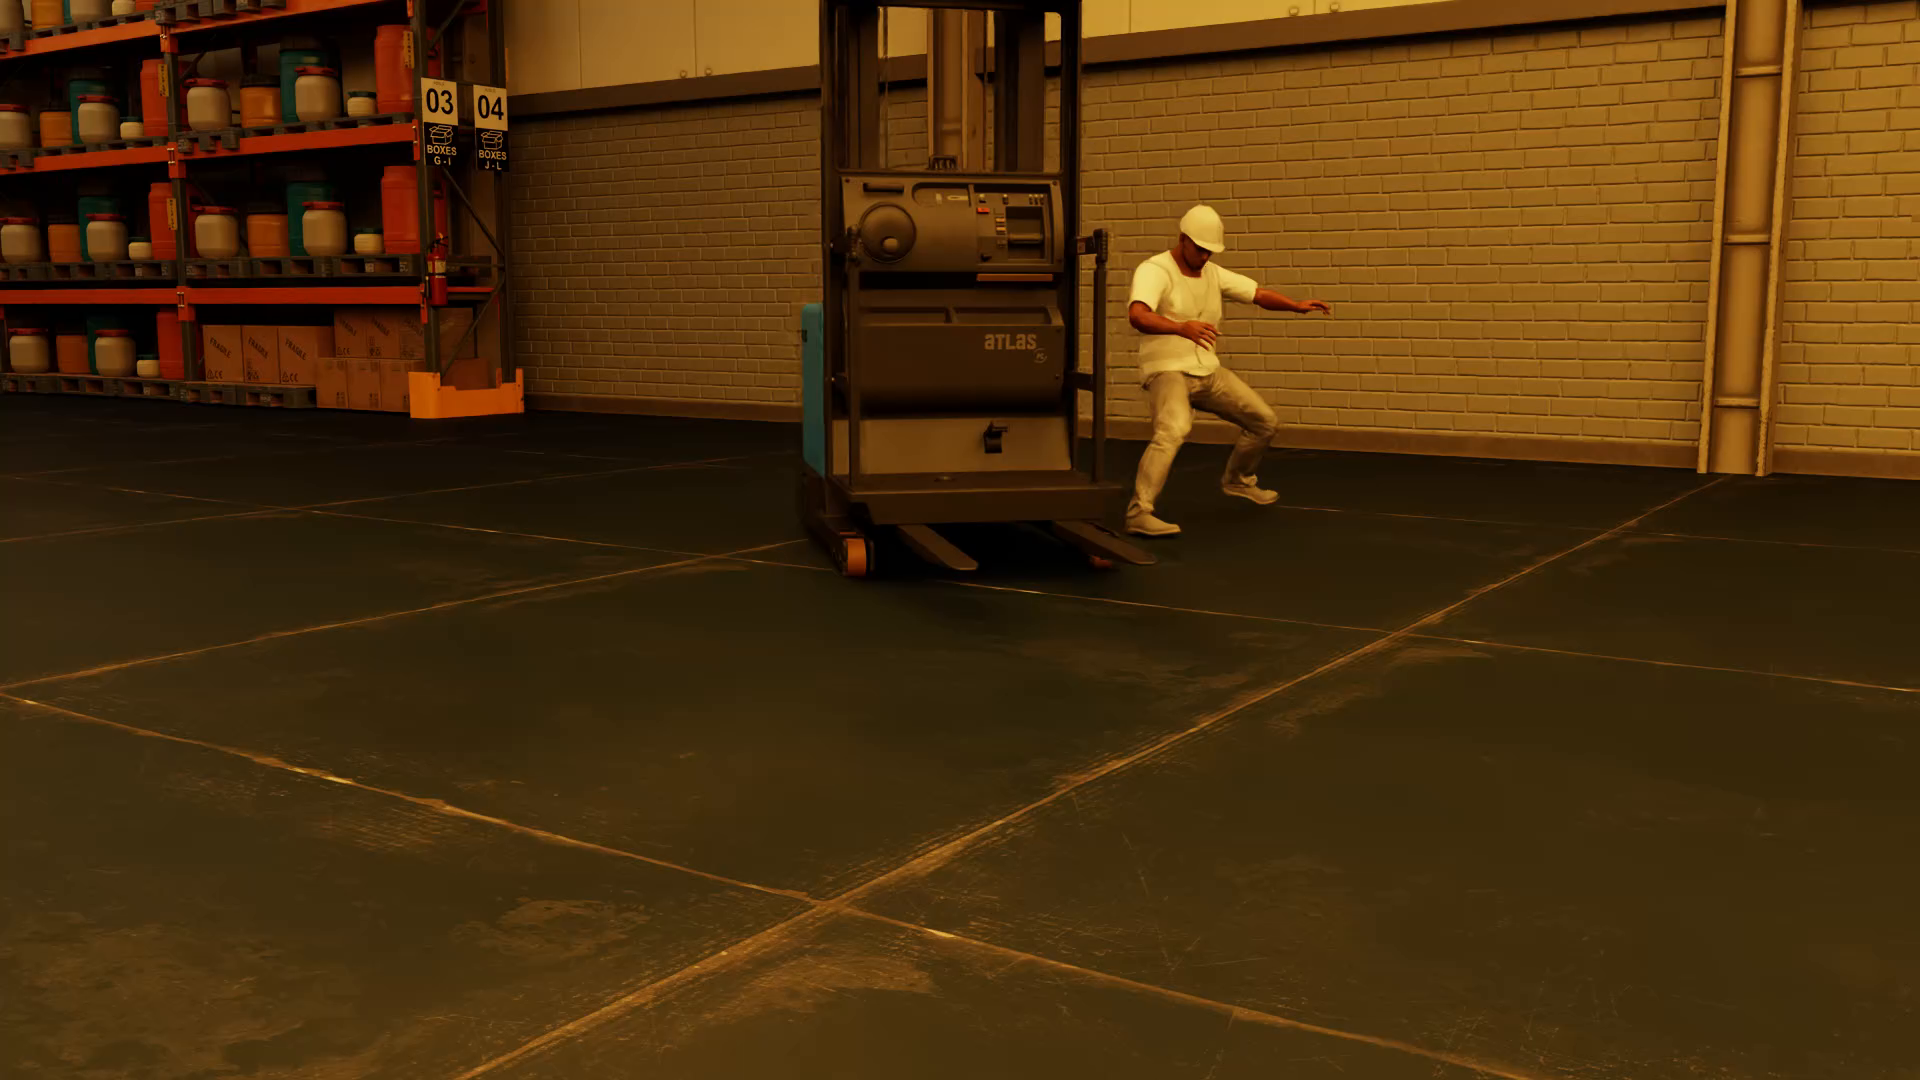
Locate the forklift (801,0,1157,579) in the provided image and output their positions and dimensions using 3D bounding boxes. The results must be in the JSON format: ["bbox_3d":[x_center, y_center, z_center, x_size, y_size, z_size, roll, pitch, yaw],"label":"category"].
[{"bbox_3d":[0.018,-1.354,6.714,1.130,2.935,3.031,-2,8,-11],"label":"forklift"}]

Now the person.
[{"bbox_3d":[1.244,-0.850,8.116,1.281,1.543,0.723,-6,10,-34],"label":"person"}]
